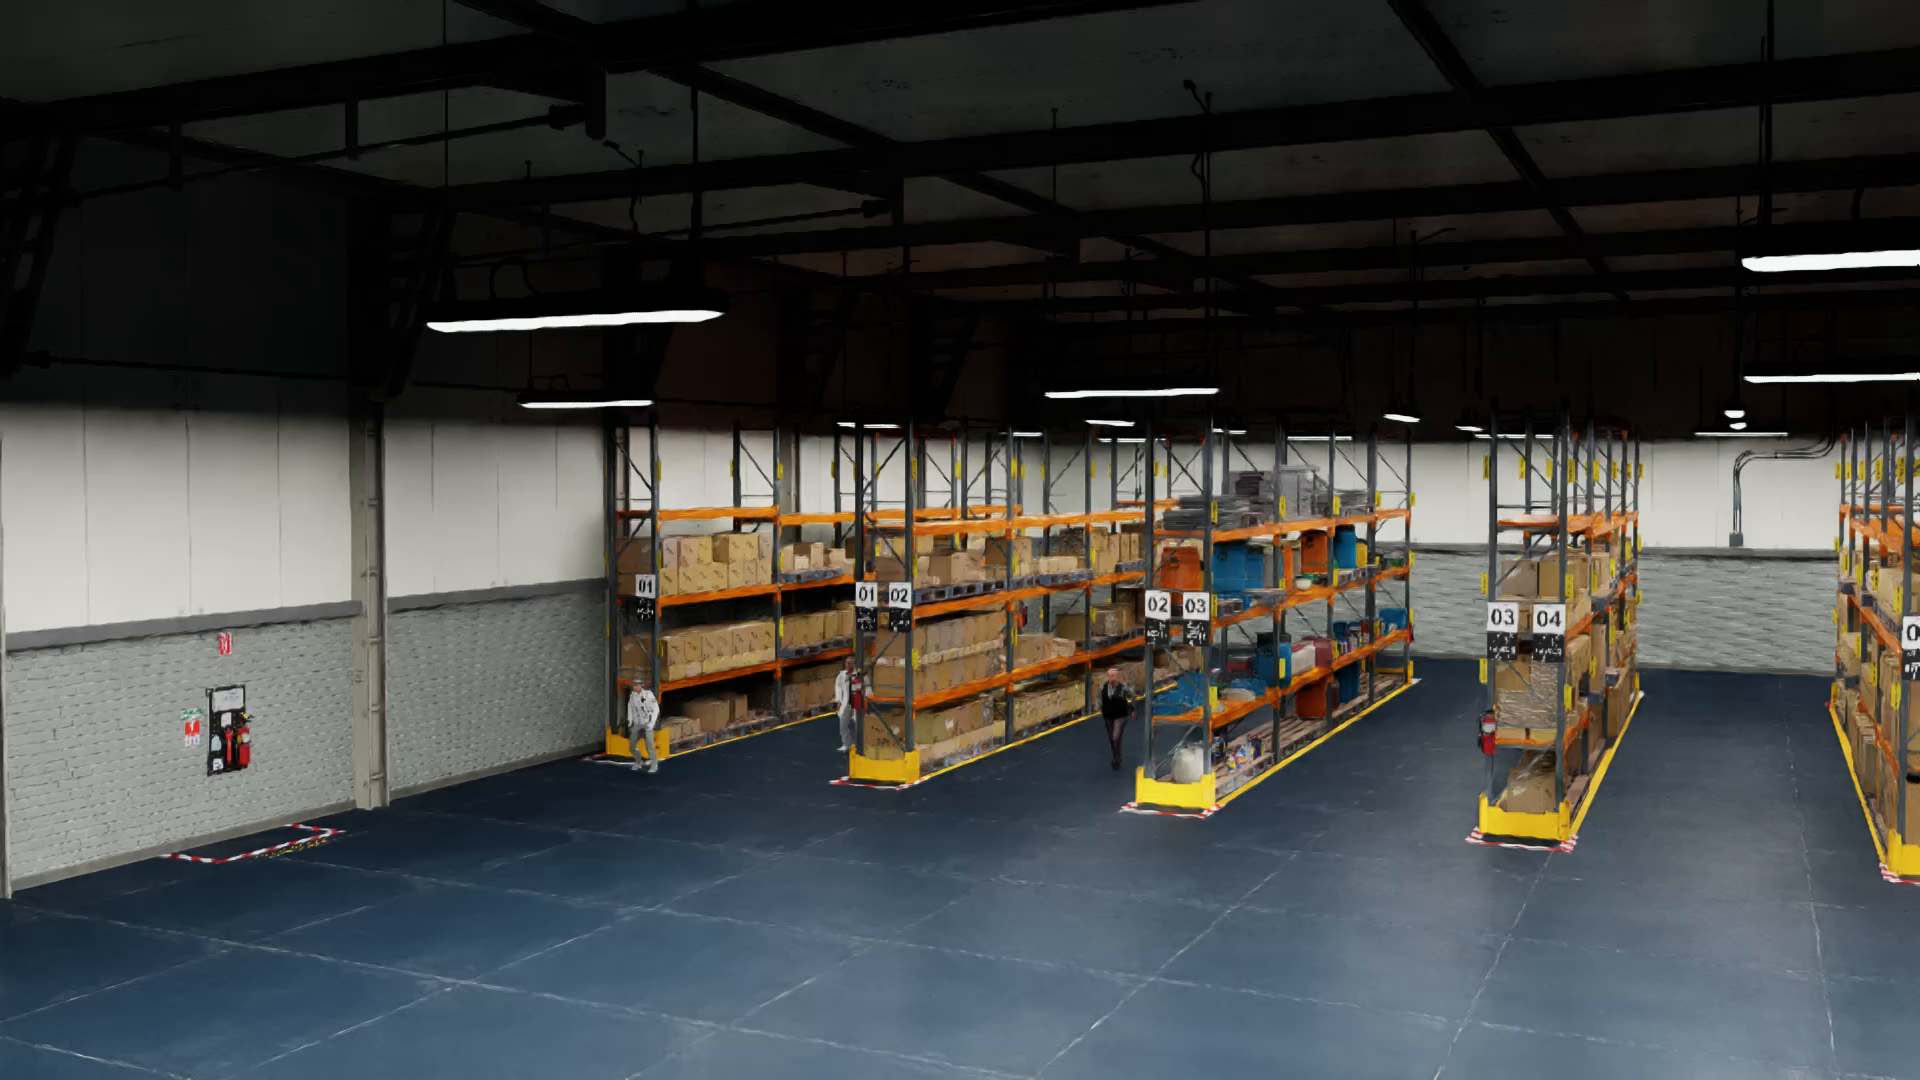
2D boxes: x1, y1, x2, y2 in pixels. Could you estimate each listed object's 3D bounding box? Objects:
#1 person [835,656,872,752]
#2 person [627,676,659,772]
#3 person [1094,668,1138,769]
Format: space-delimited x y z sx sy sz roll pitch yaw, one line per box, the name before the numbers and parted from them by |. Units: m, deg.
person | -1.885 2.904 29.368 0.729 1.732 0.541 1 3 23
person | -5.247 3.035 27.522 0.639 1.631 0.508 1 3 24
person | 2.612 2.988 28.121 0.675 1.658 0.866 1 3 30
